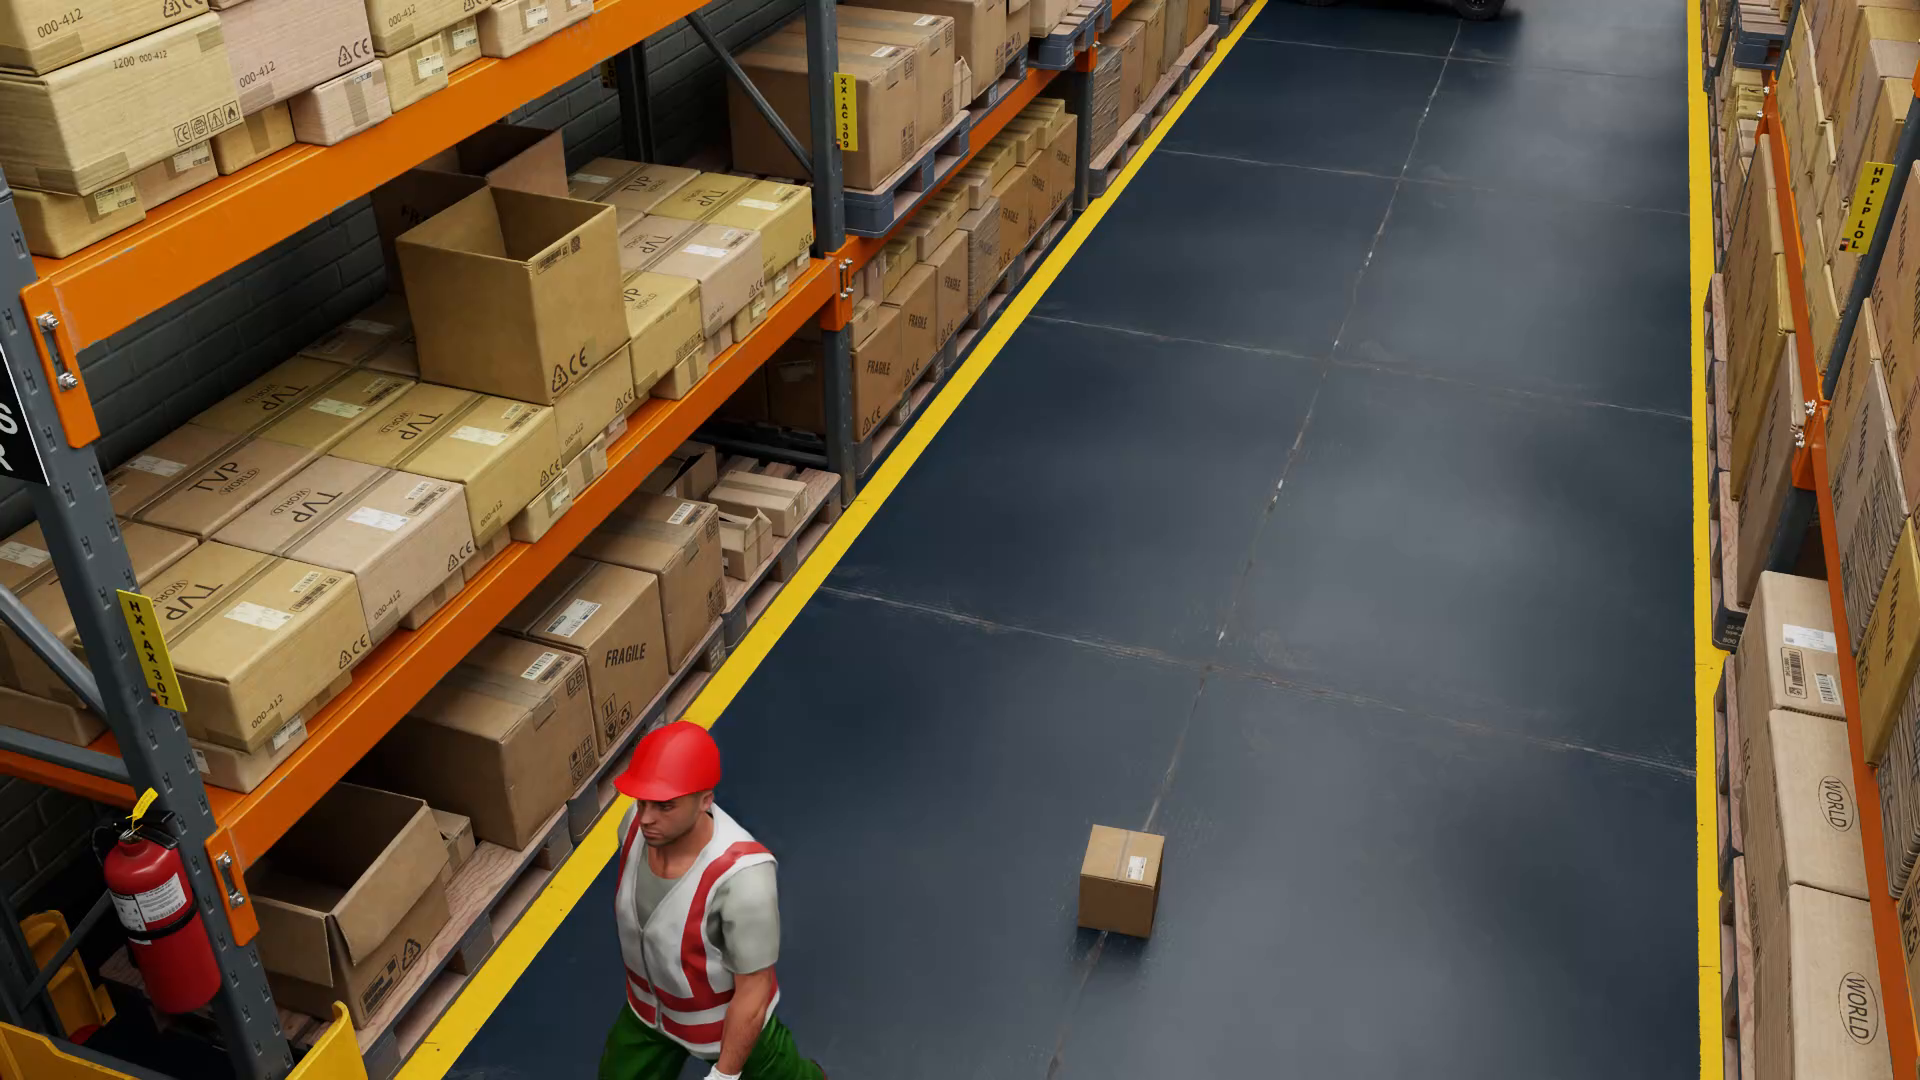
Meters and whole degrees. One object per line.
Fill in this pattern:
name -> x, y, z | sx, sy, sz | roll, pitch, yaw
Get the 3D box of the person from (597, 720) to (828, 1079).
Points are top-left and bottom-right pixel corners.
person -> -0.735, 1.224, 4.196 | 0.588, 1.727, 1.036 | 20, 38, 28
